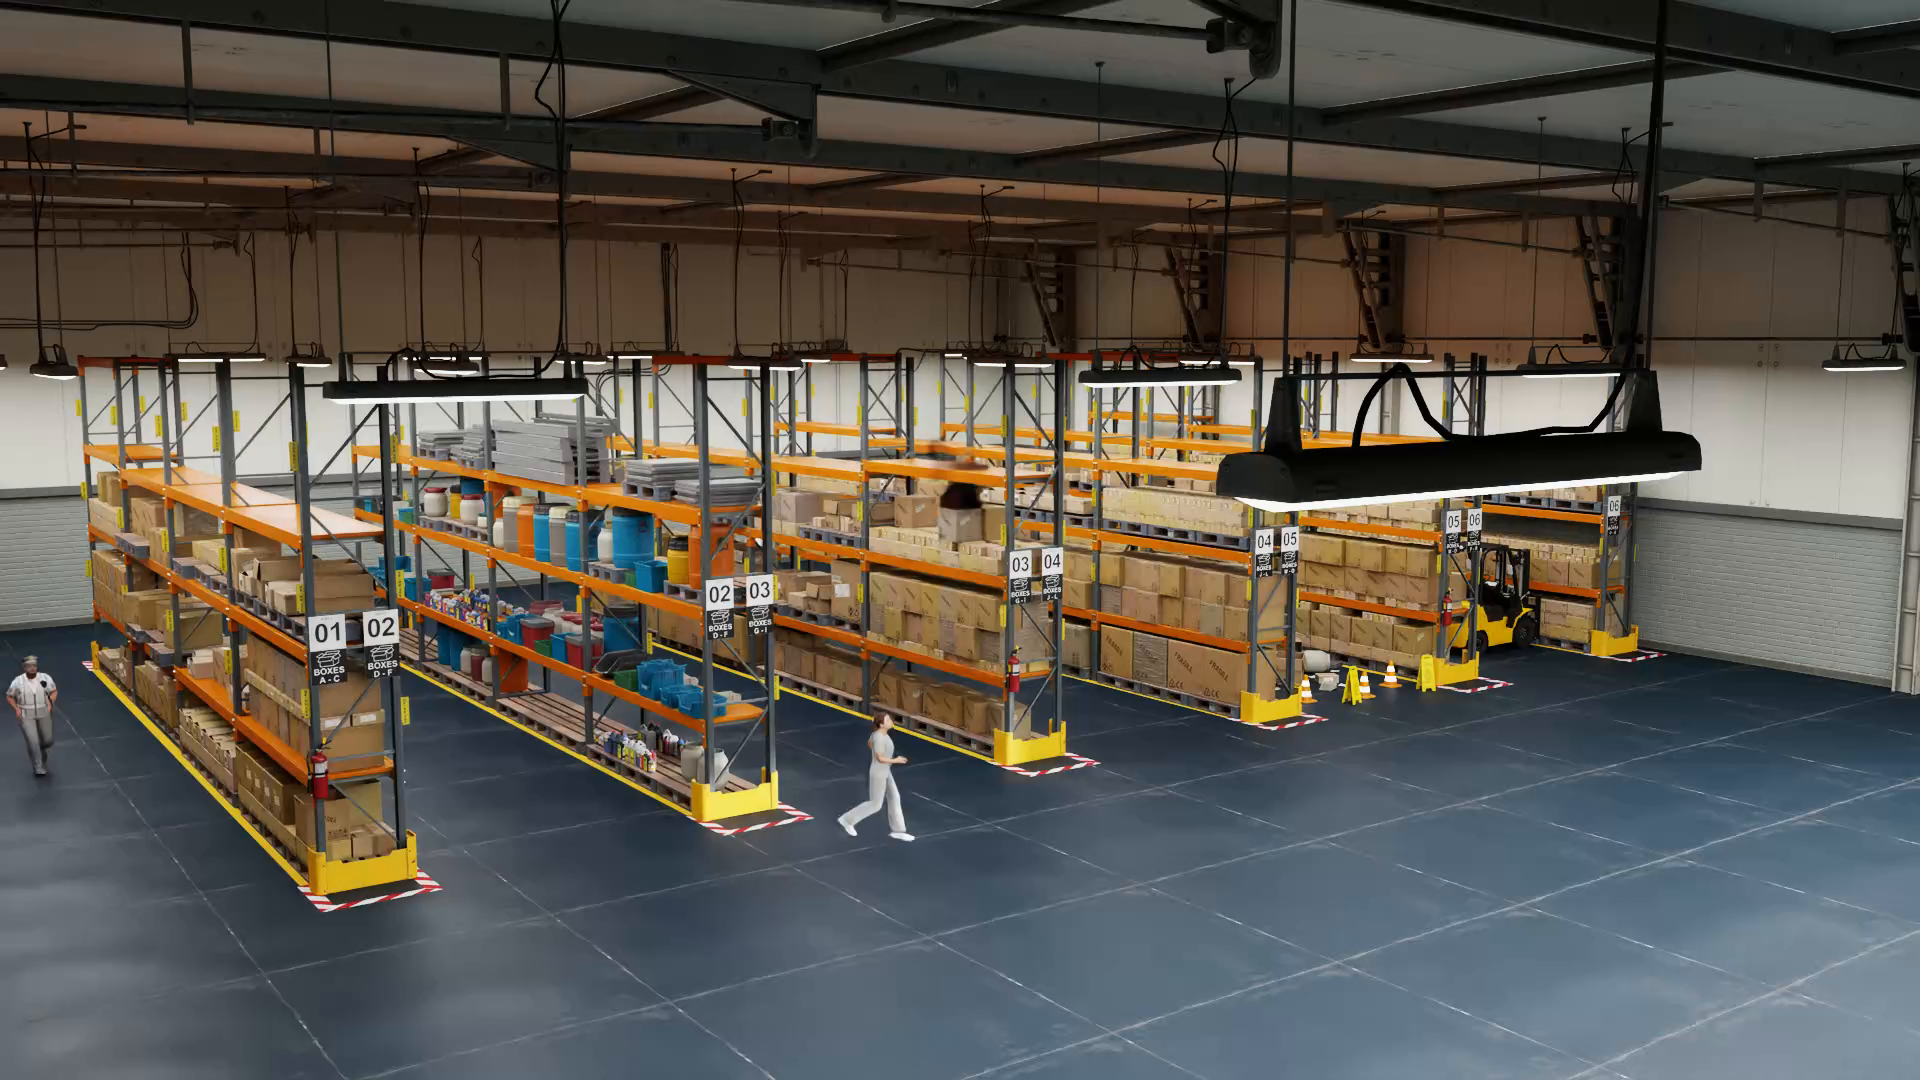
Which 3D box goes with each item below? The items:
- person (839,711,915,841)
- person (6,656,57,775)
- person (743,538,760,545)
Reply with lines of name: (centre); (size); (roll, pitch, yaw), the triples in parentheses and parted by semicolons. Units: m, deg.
person: (-1.048, 2.976, 20.944); (0.950, 1.674, 0.577); (0, 7, 1)
person: (-13.510, 2.531, 24.252); (0.656, 1.740, 0.664); (-5, 9, -38)
person: (-5.340, 0.452, 41.456); (0.825, 1.706, 0.793); (-4, 8, -28)
